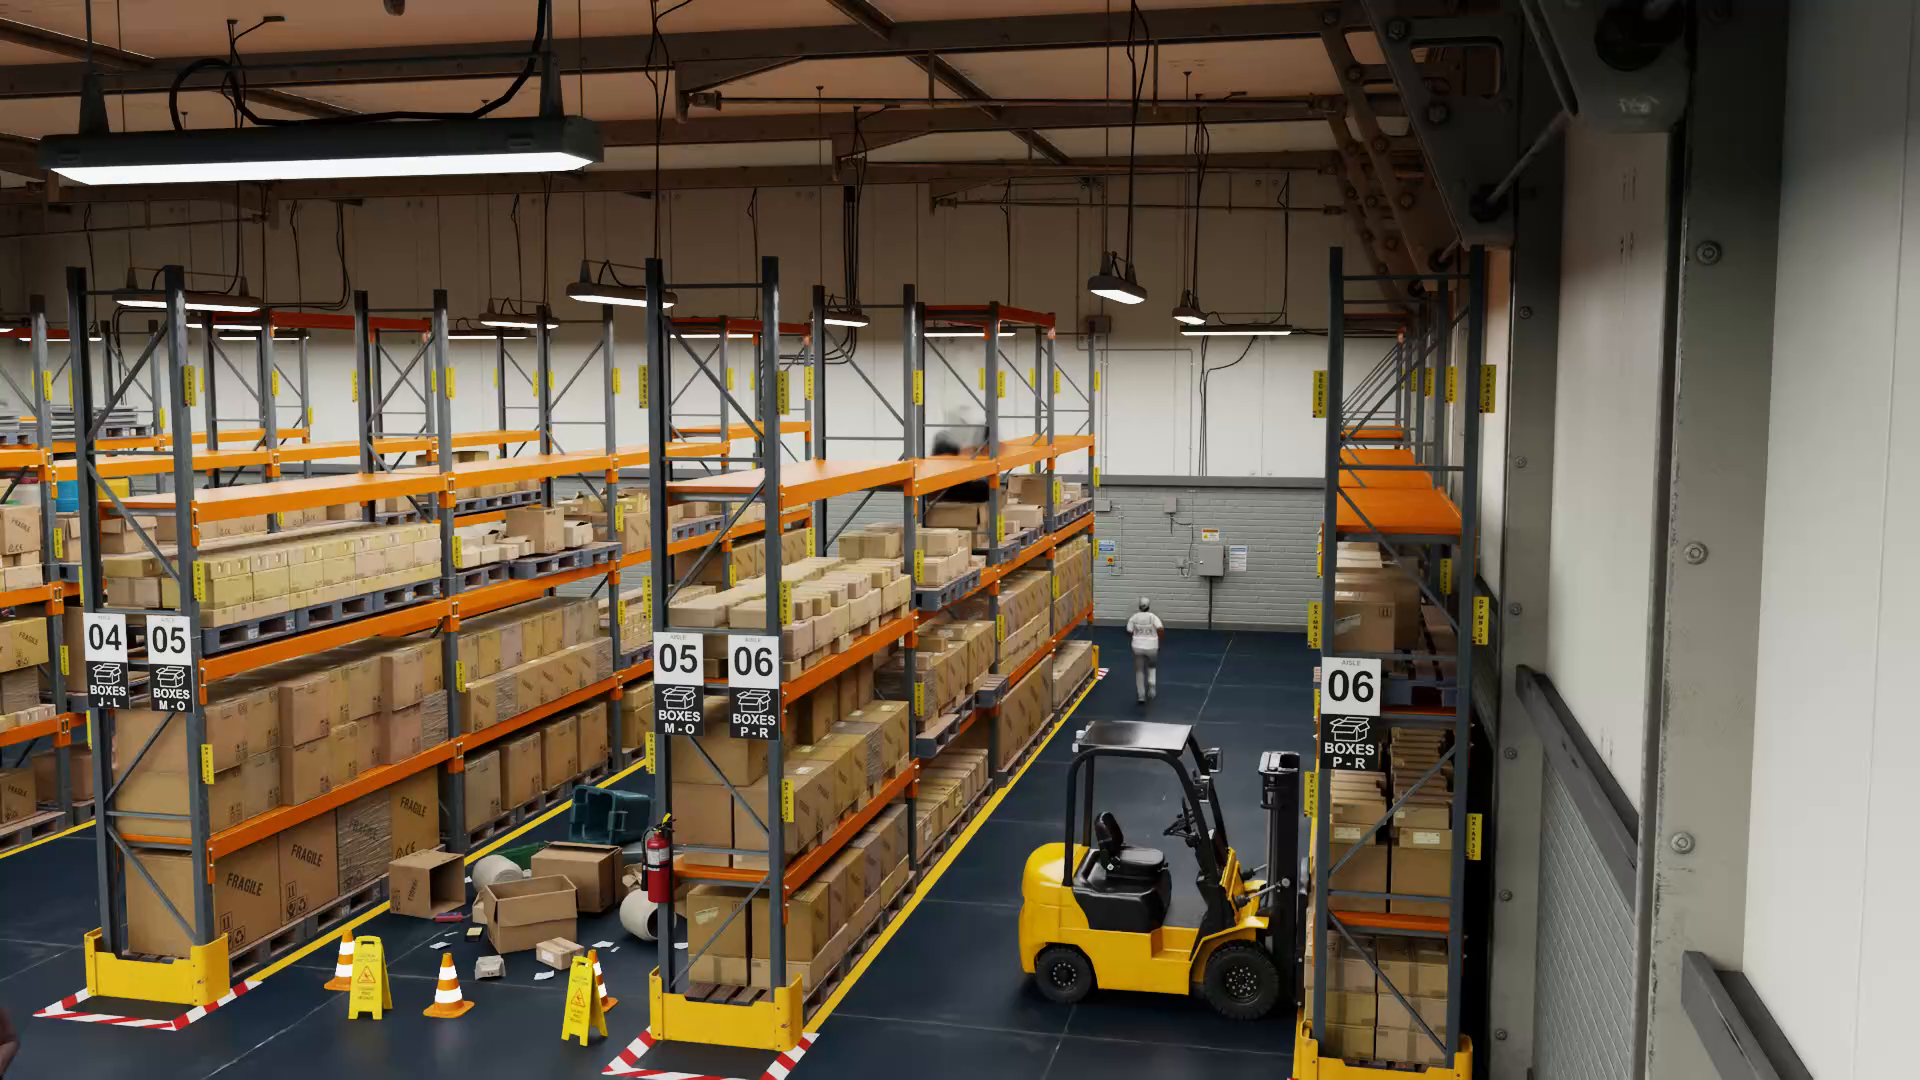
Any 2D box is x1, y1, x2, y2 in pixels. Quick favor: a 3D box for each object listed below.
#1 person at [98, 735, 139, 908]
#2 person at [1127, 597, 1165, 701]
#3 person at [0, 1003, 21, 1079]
[{"bbox_3d":[-8.243,2.709,16.349,0.514,1.632,0.757,0,6,-2],"label":"person"},{"bbox_3d":[2.915,1.707,26.161,0.592,1.629,0.583,1,6,6],"label":"person"},{"bbox_3d":[-5.891,3.321,9.746,0.699,1.747,0.670,-3,6,-27],"label":"person"}]
